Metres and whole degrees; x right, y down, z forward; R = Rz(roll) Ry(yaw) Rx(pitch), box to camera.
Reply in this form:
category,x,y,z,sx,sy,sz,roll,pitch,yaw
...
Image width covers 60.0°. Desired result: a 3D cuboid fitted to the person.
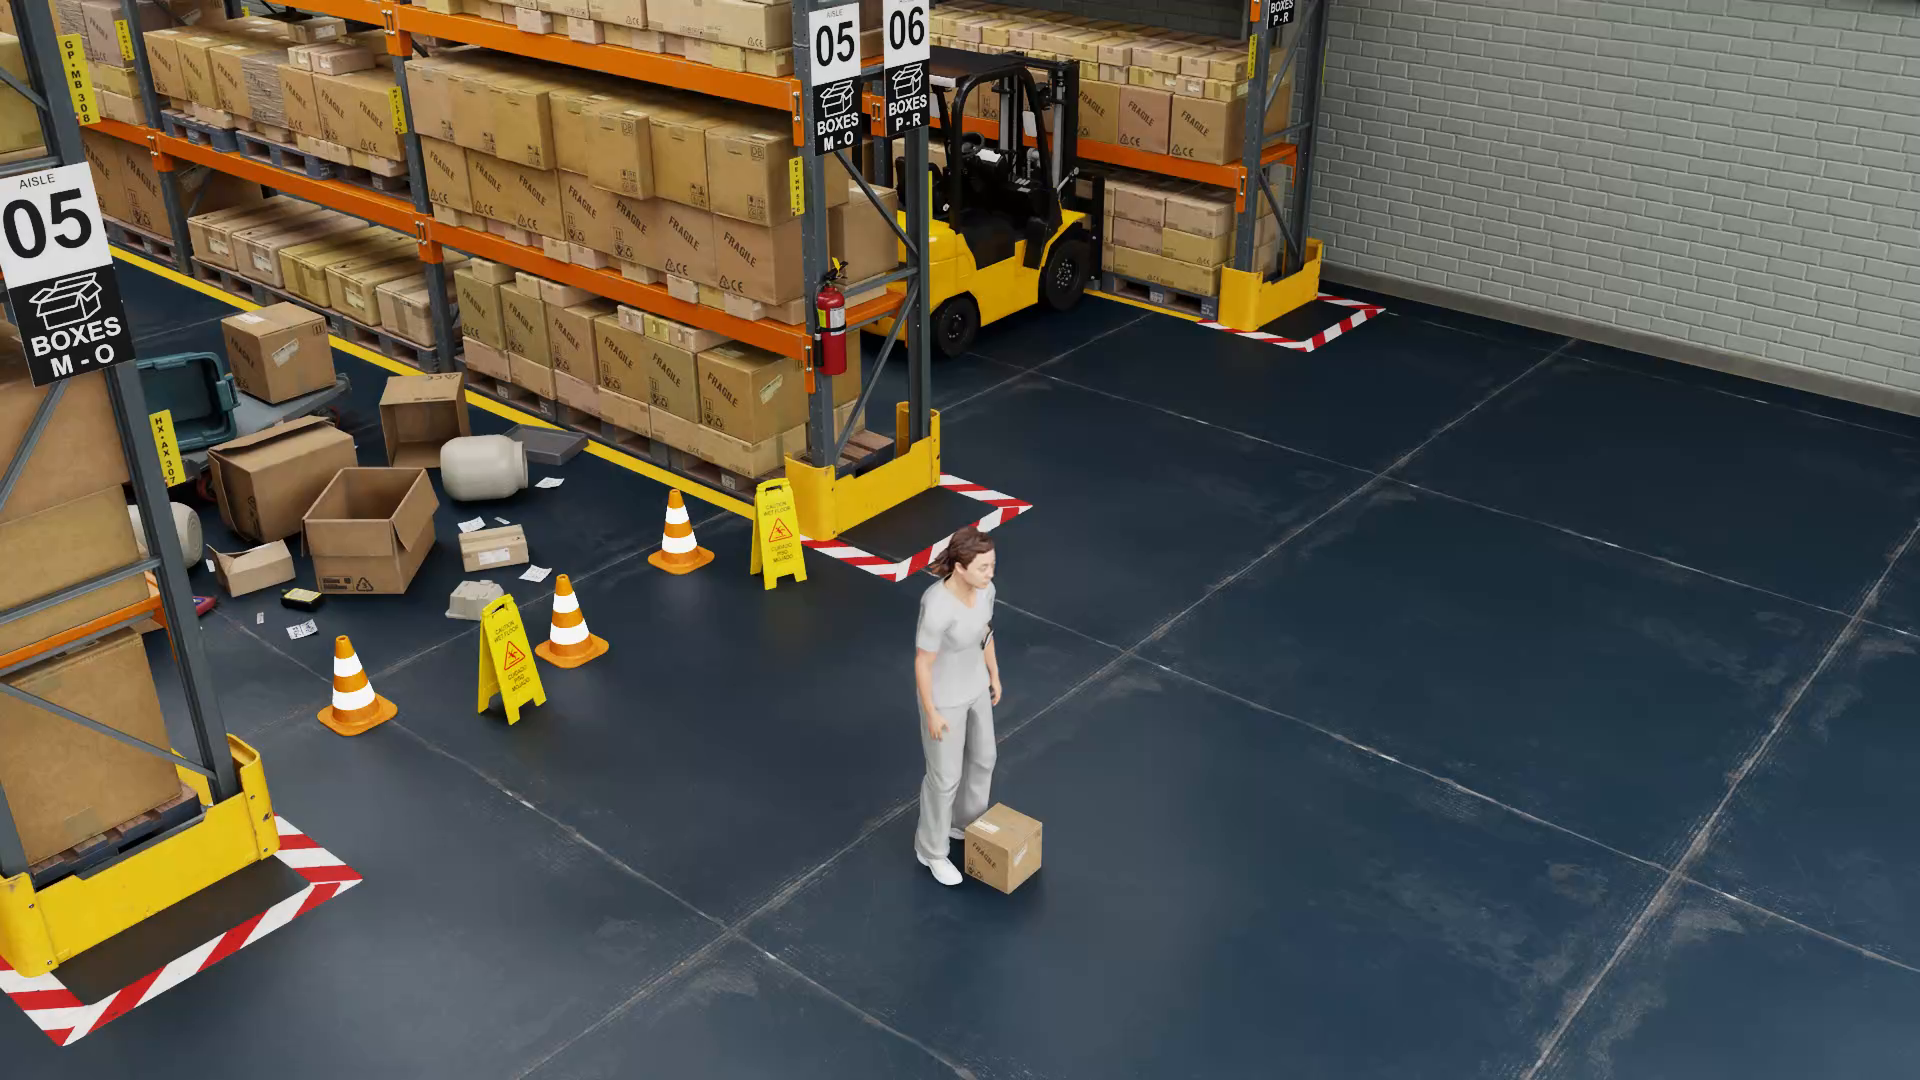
category,x,y,z,sx,sy,sz,roll,pitch,yaw
person,-0.002,0.688,7.296,0.355,1.673,0.489,21,34,34
